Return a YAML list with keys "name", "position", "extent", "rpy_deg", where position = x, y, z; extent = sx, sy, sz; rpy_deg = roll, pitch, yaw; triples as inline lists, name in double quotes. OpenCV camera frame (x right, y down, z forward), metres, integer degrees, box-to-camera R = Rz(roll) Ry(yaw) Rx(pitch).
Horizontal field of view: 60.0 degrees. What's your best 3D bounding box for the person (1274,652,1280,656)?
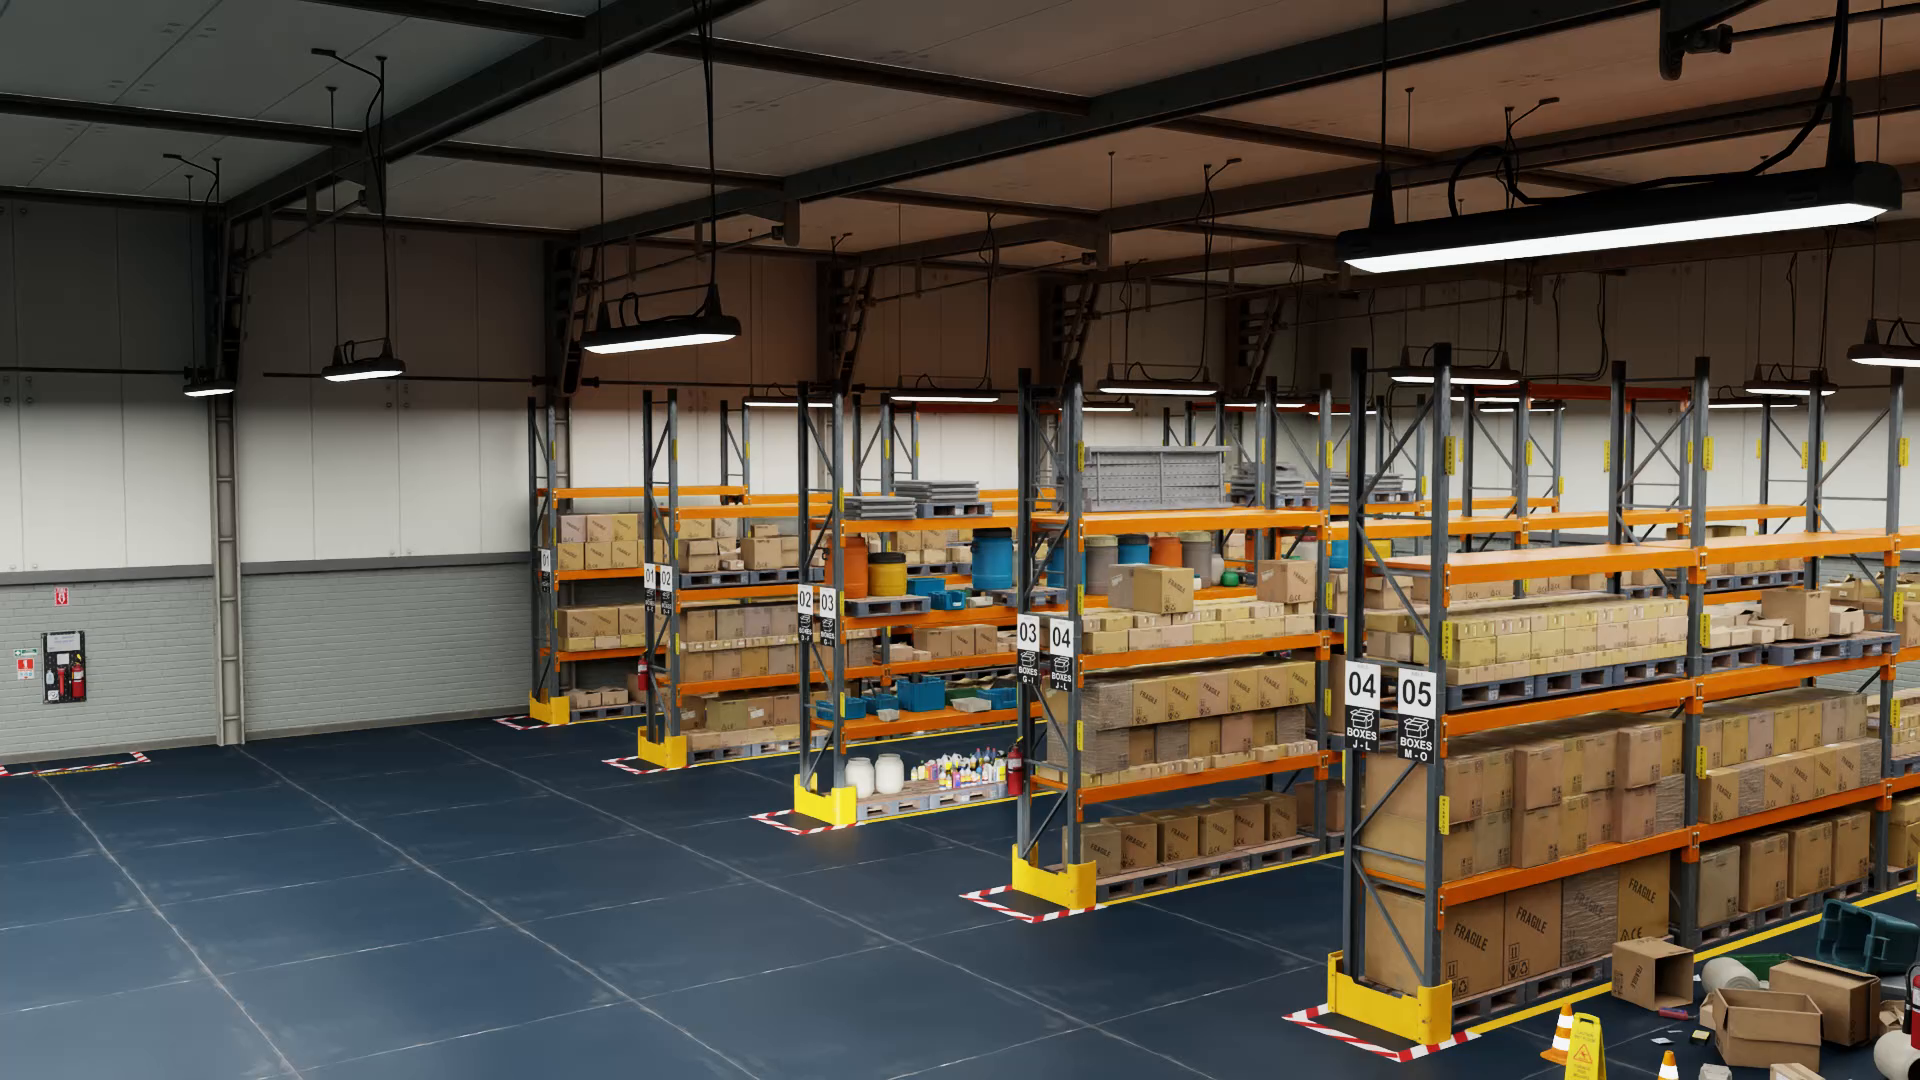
- name: "person"
  position: [5.581, 2.563, 29.891]
  extent: [0.447, 1.669, 0.525]
  rpy_deg: [3, 4, 37]
